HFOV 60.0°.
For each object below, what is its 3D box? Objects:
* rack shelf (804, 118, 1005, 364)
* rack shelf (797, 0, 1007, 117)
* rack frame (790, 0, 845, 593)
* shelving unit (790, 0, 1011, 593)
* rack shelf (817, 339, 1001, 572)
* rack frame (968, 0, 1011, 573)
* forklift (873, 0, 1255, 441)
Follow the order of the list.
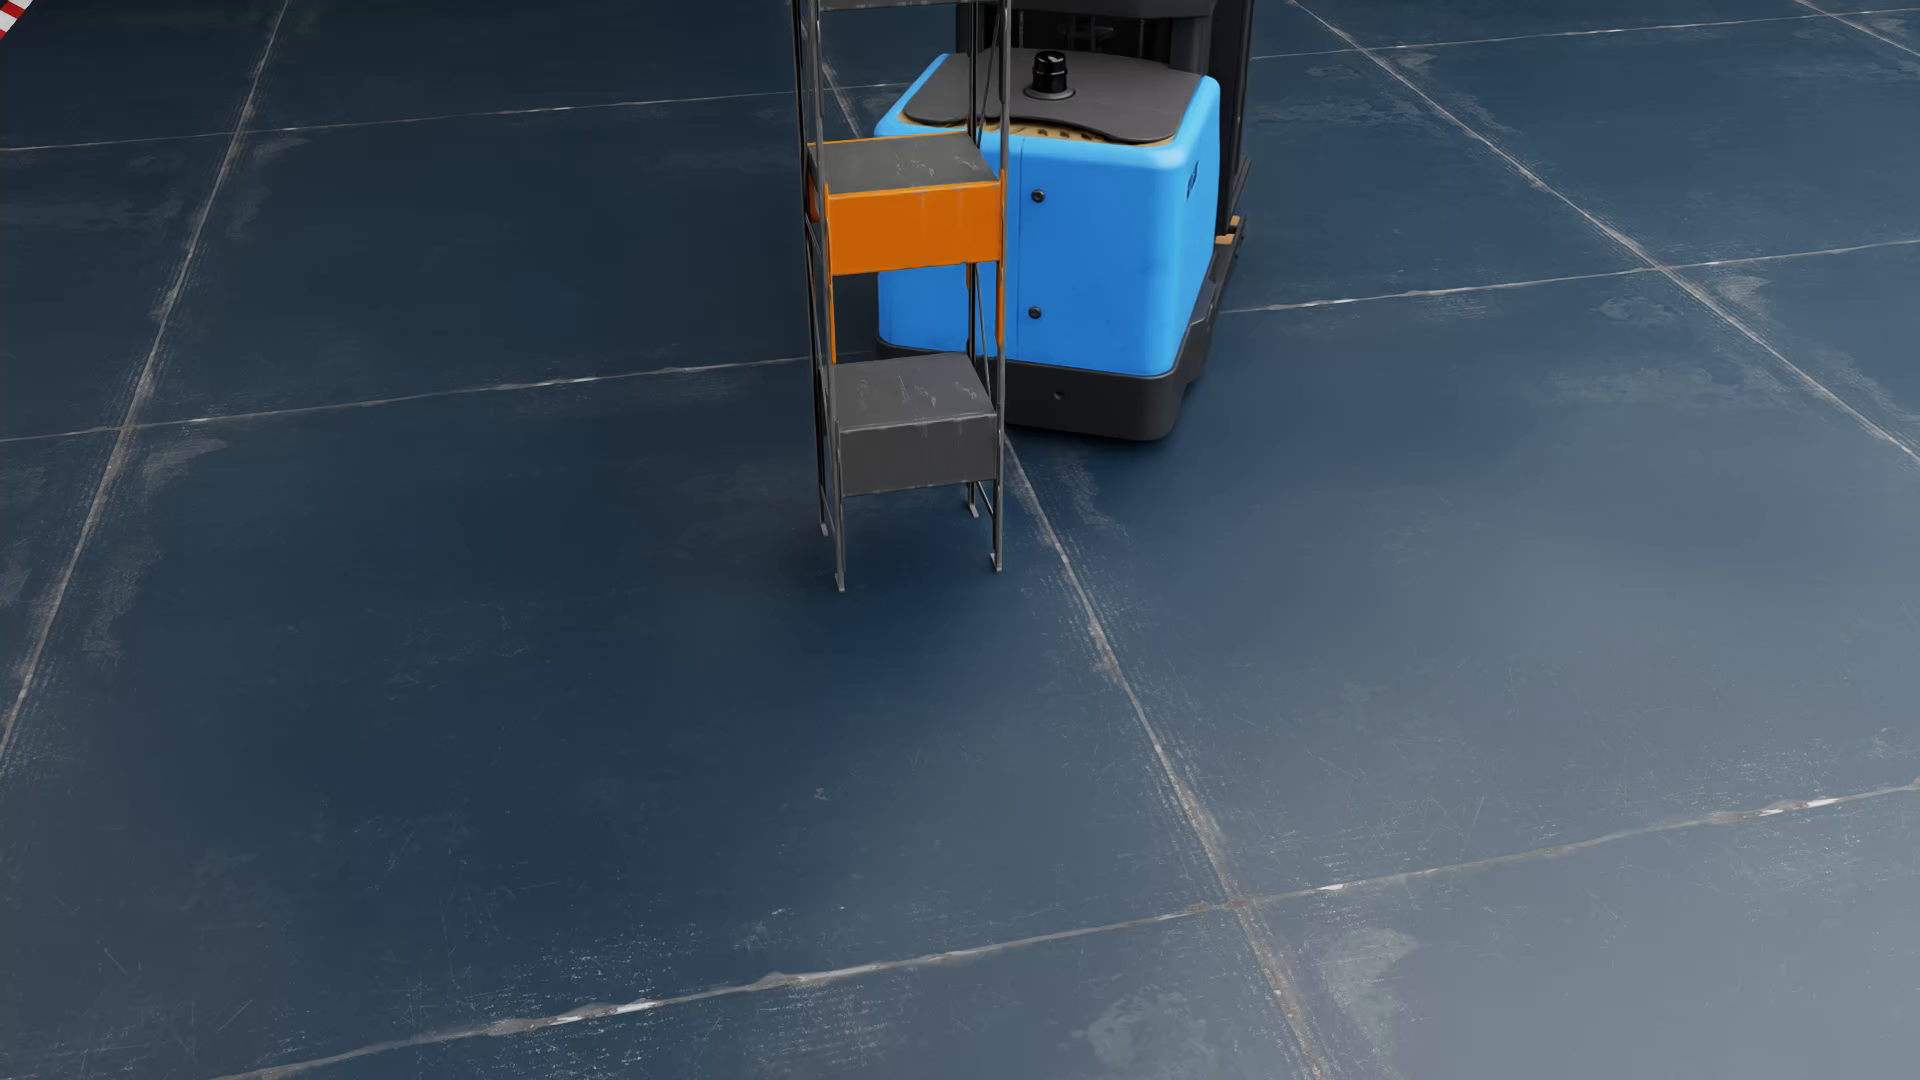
[{"bbox_3d":[-0.161,-0.840,4.642,0.480,0.518,0.431,-7,35,-11],"label":"rack shelf"},{"bbox_3d":[-0.161,-1.421,4.252,0.480,0.518,0.431,-7,35,-11],"label":"rack shelf"},{"bbox_3d":[-0.399,-0.822,4.590,0.015,2.100,0.400,-7,35,-11],"label":"rack frame"},{"bbox_3d":[-0.161,-0.852,4.635,0.503,2.100,0.431,-7,35,-11],"label":"shelving unit"},{"bbox_3d":[-0.161,-0.259,5.032,0.480,0.518,0.431,-7,35,-11],"label":"rack shelf"},{"bbox_3d":[0.077,-0.882,4.679,0.015,2.100,0.400,-7,35,-11],"label":"rack frame"},{"bbox_3d":[0.586,-2.368,6.149,1.130,2.935,3.031,9,35,13],"label":"forklift"}]
